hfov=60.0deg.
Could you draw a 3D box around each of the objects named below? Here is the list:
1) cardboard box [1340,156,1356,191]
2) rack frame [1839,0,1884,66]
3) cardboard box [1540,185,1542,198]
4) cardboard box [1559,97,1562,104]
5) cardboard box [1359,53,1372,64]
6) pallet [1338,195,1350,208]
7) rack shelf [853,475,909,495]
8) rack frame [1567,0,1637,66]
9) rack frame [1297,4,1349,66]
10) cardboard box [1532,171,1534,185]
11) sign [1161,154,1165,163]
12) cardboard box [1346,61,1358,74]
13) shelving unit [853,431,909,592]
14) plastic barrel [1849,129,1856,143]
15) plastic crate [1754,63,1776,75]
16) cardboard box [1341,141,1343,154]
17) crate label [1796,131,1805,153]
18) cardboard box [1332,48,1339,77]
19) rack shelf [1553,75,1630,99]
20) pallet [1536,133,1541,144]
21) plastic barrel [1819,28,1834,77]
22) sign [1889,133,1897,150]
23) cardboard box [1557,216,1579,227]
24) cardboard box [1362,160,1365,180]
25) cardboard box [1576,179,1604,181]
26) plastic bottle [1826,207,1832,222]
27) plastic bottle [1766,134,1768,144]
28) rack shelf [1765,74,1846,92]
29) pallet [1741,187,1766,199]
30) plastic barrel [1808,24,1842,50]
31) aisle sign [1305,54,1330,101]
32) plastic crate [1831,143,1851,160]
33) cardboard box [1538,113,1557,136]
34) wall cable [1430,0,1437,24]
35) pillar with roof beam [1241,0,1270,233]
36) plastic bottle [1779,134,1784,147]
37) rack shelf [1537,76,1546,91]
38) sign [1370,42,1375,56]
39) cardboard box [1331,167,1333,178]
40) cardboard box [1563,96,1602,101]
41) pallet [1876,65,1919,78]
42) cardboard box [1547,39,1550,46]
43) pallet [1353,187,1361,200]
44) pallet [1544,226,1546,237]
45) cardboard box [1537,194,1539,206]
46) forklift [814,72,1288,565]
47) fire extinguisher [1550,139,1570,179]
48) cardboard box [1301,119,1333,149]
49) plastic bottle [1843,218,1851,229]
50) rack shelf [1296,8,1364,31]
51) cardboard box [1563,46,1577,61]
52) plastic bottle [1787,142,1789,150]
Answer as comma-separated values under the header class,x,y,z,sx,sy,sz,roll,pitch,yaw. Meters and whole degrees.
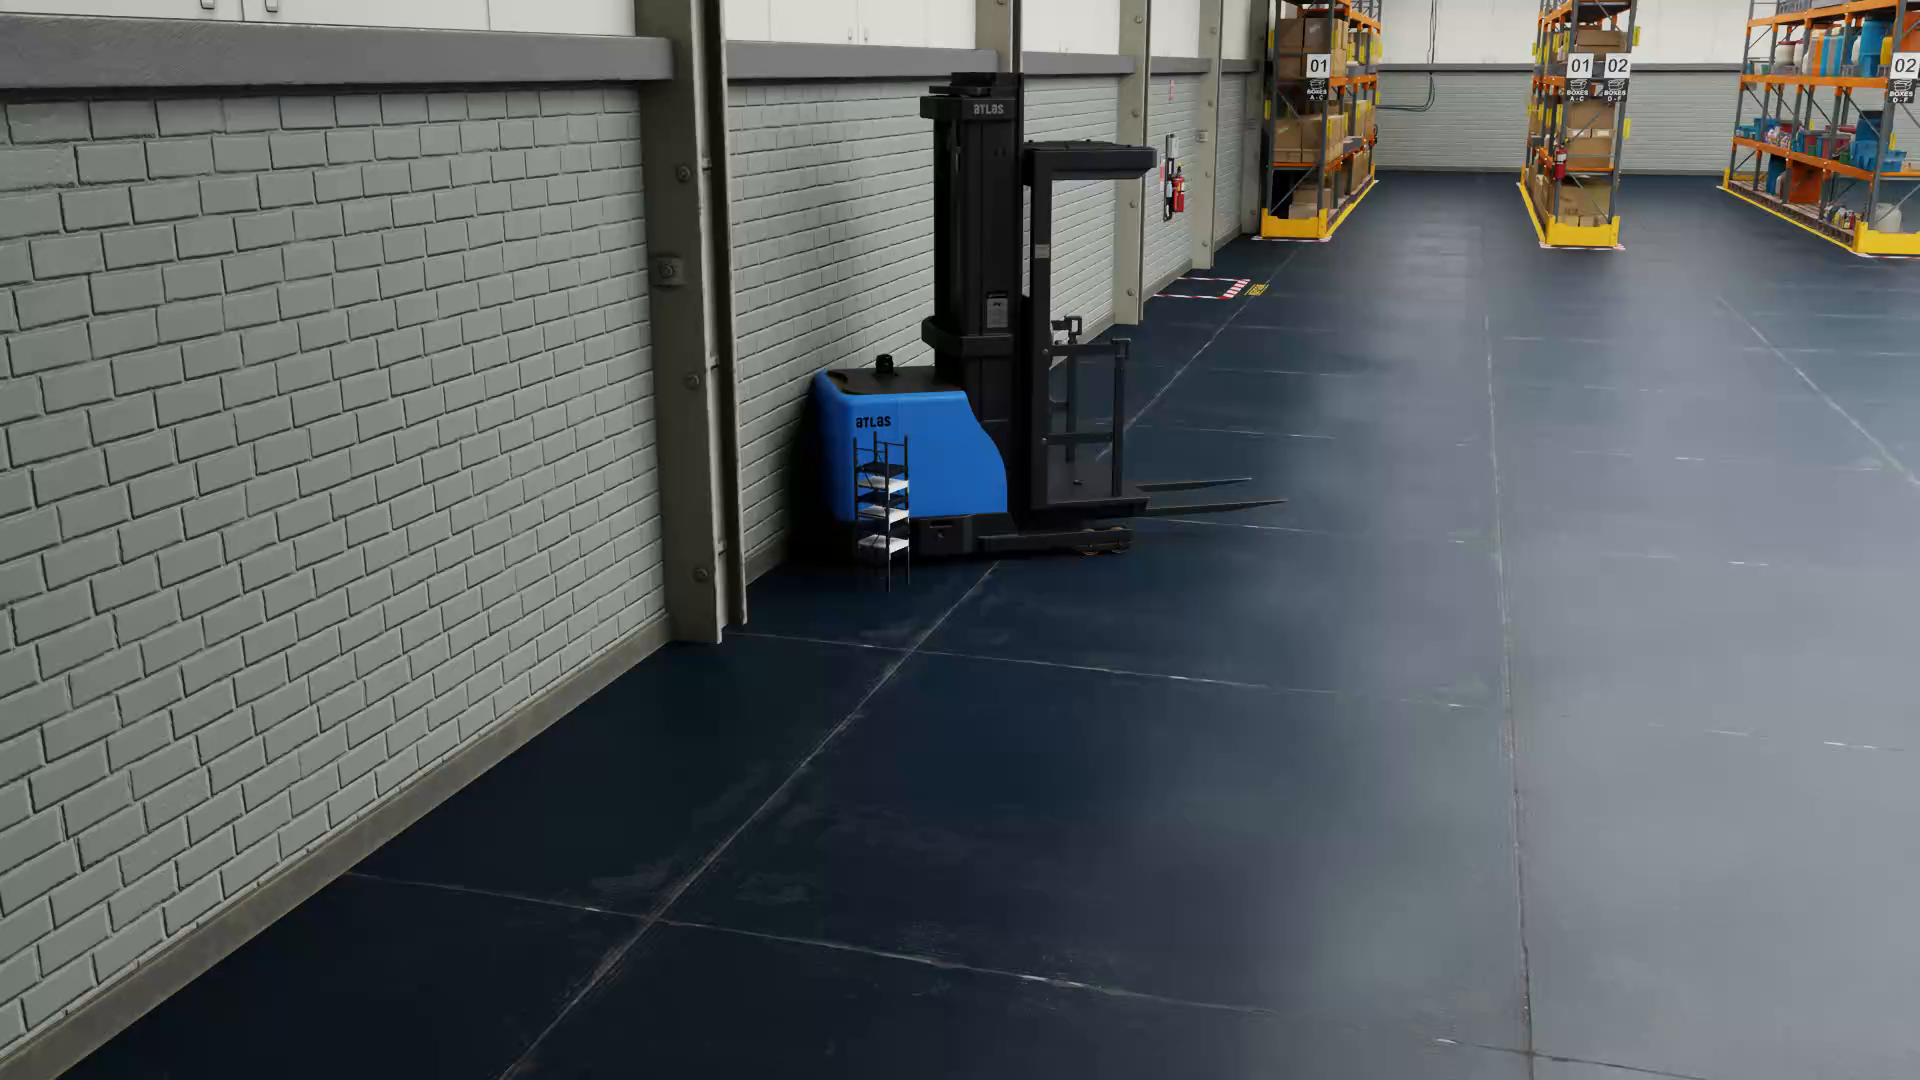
class,x,y,z,sx,sy,sz,roll,pitch,yaw
cardboard box,8.675,-8.423,38.199,0.750,0.750,0.750,4,16,15
rack frame,16.702,-10.144,30.104,1.000,3.000,0.127,5,16,16
cardboard box,11.794,-6.921,32.973,0.500,0.311,0.500,5,16,16
cardboard box,14.631,-10.367,39.867,0.500,0.500,0.500,5,17,17
cardboard box,9.926,-11.901,41.116,0.500,0.250,0.500,5,16,16
pallet,8.117,-7.527,36.981,1.003,0.211,1.213,5,16,16
rack shelf,-0.461,-0.308,9.730,0.258,0.077,0.200,10,19,31
rack frame,10.817,-9.483,27.772,1.000,3.000,0.127,5,16,16
rack frame,7.204,-10.913,32.812,1.000,3.000,0.127,5,16,16
cardboard box,13.566,-8.367,38.607,0.500,0.500,0.500,5,17,17
sign,2.746,-5.153,22.463,0.001,0.109,0.331,5,16,16
cardboard box,8.395,-10.274,36.183,0.500,0.311,0.500,5,16,16
shelving unit,-0.461,-0.167,9.770,0.258,0.900,0.210,10,19,31
plastic barrel,17.184,-7.557,31.726,0.433,0.535,0.433,0,16,0
plastic crate,19.187,-11.228,39.638,0.437,0.282,0.530,5,16,16
cardboard box,7.360,-7.817,33.129,0.500,0.250,0.500,5,16,16
crate label,17.297,-8.083,33.765,0.502,0.435,0.616,5,16,16
cardboard box,6.588,-8.687,30.241,0.500,0.500,0.500,6,17,20
rack shelf,11.386,-8.217,30.124,1.077,0.370,4.000,5,16,16
pallet,13.639,-9.107,37.791,1.003,0.211,1.213,5,16,16
plastic barrel,17.010,-9.435,32.180,0.600,0.901,0.708,5,16,16
sign,17.227,-7.346,30.724,0.100,0.325,0.005,5,16,16
cardboard box,10.687,-5.639,29.484,0.500,0.250,0.500,5,16,16
cardboard box,9.934,-9.438,42.418,0.700,0.500,0.500,4,16,15
cardboard box,11.740,-6.484,31.088,0.500,0.500,0.500,5,16,16
plastic bottle,16.126,-6.024,30.754,0.152,0.276,0.135,5,17,18
plastic bottle,18.382,-9.135,37.773,0.097,0.271,0.097,0,16,0
rack shelf,18.407,-9.925,36.146,1.077,0.370,4.000,5,16,16
pallet,19.147,-8.205,39.371,1.003,0.211,1.213,5,16,16
plastic barrel,18.003,-10.305,34.609,0.600,0.830,0.708,5,16,16
aisle sign,6.334,-8.189,29.438,0.394,0.787,0.004,5,16,16
plastic crate,16.431,-7.101,30.483,0.767,0.338,0.504,5,16,16
cardboard box,13.162,-9.114,36.510,0.700,0.500,0.500,-1,16,-3
wall cable,15.158,-16.230,47.995,3.097,2.526,0.112,5,16,16
pillar with roof beam,9.564,-9.783,28.828,9.100,9.000,0.400,5,16,16
plastic bottle,17.870,-8.687,36.172,0.061,0.283,0.133,5,16,16
rack shelf,13.659,-10.310,37.503,1.077,0.370,4.000,5,16,16
sign,10.000,-11.923,40.348,0.100,0.325,0.005,5,16,16
cardboard box,7.663,-7.842,35.381,0.500,0.250,0.500,4,16,14
cardboard box,11.692,-8.067,31.212,0.700,0.500,0.500,5,16,16
pallet,15.894,-7.773,27.586,1.003,0.211,1.213,5,16,16
cardboard box,14.014,-11.352,38.721,0.600,0.600,0.600,3,16,11
pallet,8.985,-8.250,39.529,1.003,0.211,1.213,5,16,16
pallet,10.995,-5.459,29.688,1.003,0.211,1.213,5,16,16
cardboard box,12.230,-7.053,34.467,0.500,0.250,0.500,5,17,17
forklift,0.613,-1.450,10.570,3.031,2.935,1.130,-4,16,-13
fire extinguisher,10.338,-6.565,28.619,0.296,0.674,0.183,5,16,16
cardboard box,6.491,-7.380,30.215,0.500,0.500,0.500,5,16,16
plastic bottle,15.667,-5.592,29.368,0.097,0.201,0.097,0,16,0
rack shelf,7.772,-10.897,34.810,1.077,0.370,4.000,5,16,16
cardboard box,10.892,-8.559,29.259,0.500,0.250,0.500,5,16,16
plastic bottle,17.595,-8.377,35.230,0.097,0.201,0.097,0,16,0
